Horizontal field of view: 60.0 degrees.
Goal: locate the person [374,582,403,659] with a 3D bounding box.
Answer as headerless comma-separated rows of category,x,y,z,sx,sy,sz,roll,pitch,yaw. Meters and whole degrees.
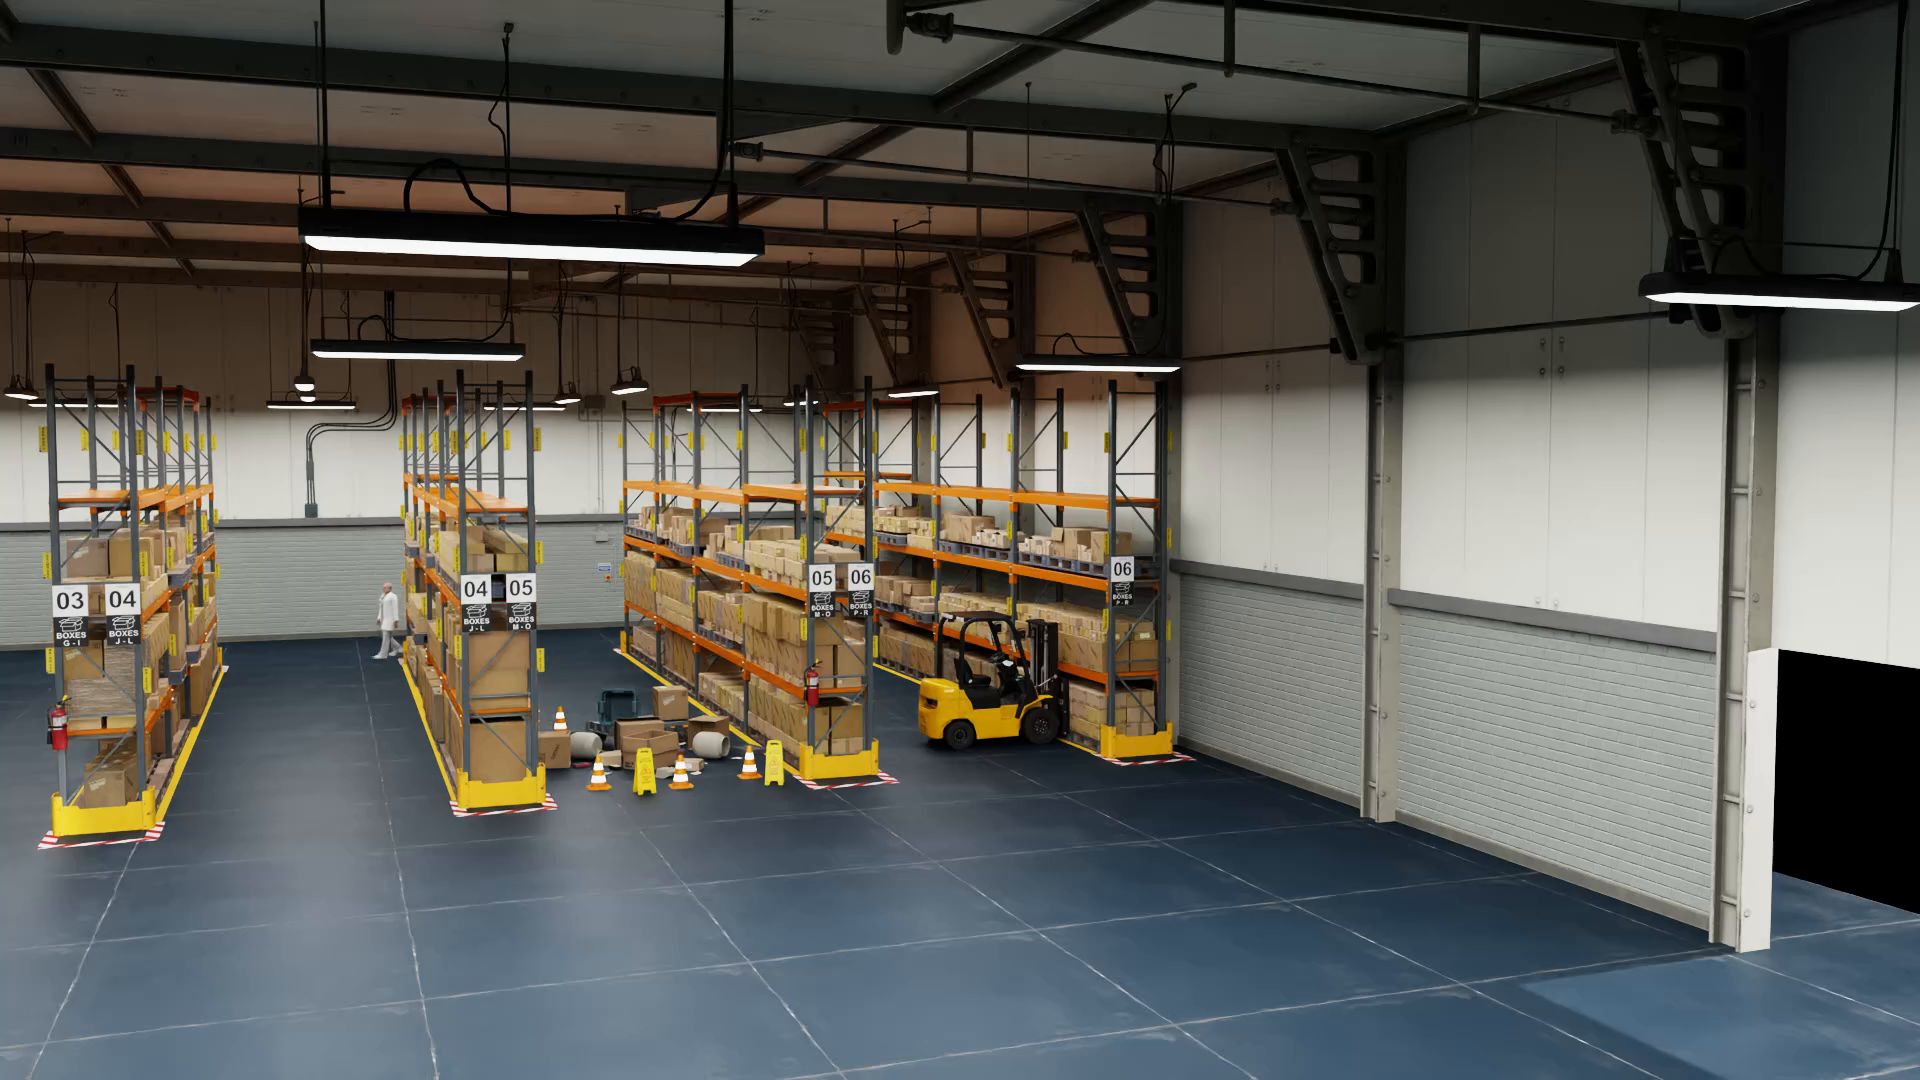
person,-13.282,1.867,38.631,0.616,1.767,0.830,3,4,40
